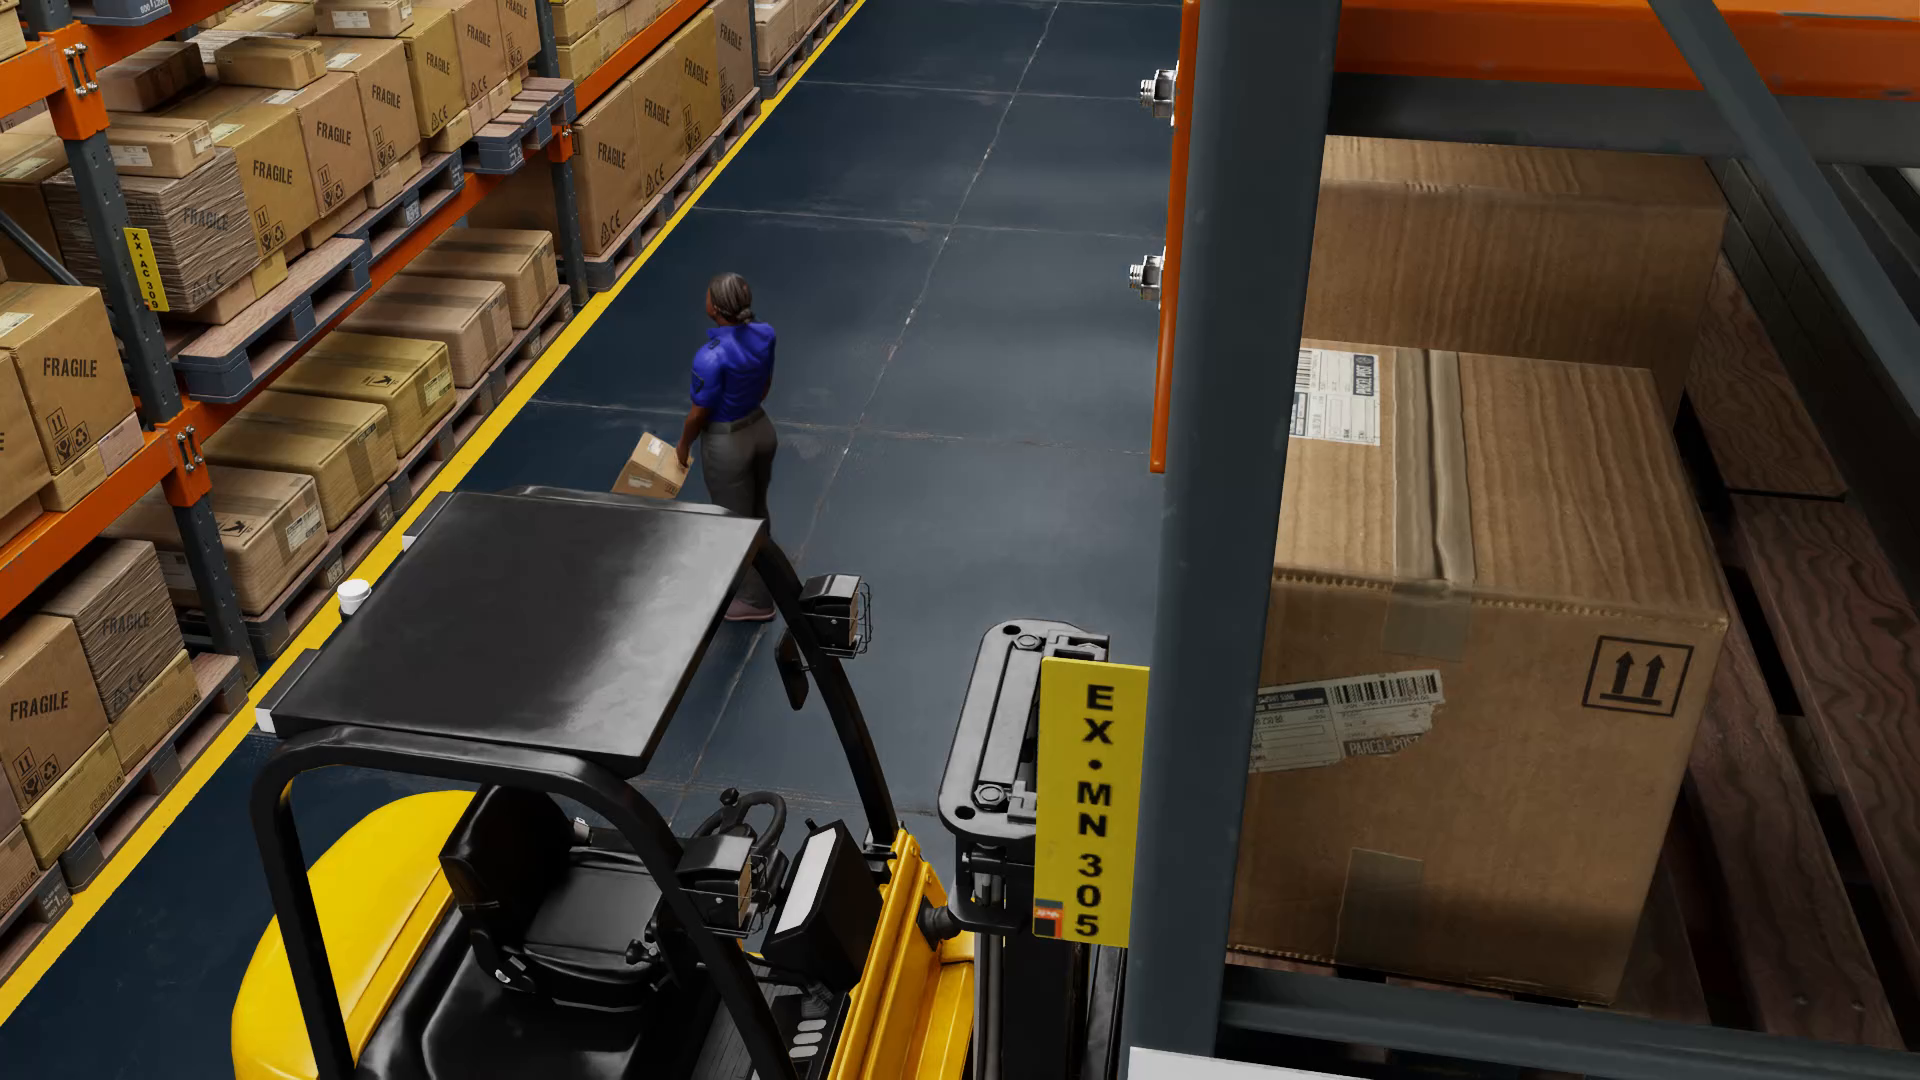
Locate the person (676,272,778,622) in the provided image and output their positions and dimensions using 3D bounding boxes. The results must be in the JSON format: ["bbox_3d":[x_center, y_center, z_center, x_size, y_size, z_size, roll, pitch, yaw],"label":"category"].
[{"bbox_3d":[-1.035,-0.431,7.306,0.523,1.653,0.506,21,38,29],"label":"person"}]
